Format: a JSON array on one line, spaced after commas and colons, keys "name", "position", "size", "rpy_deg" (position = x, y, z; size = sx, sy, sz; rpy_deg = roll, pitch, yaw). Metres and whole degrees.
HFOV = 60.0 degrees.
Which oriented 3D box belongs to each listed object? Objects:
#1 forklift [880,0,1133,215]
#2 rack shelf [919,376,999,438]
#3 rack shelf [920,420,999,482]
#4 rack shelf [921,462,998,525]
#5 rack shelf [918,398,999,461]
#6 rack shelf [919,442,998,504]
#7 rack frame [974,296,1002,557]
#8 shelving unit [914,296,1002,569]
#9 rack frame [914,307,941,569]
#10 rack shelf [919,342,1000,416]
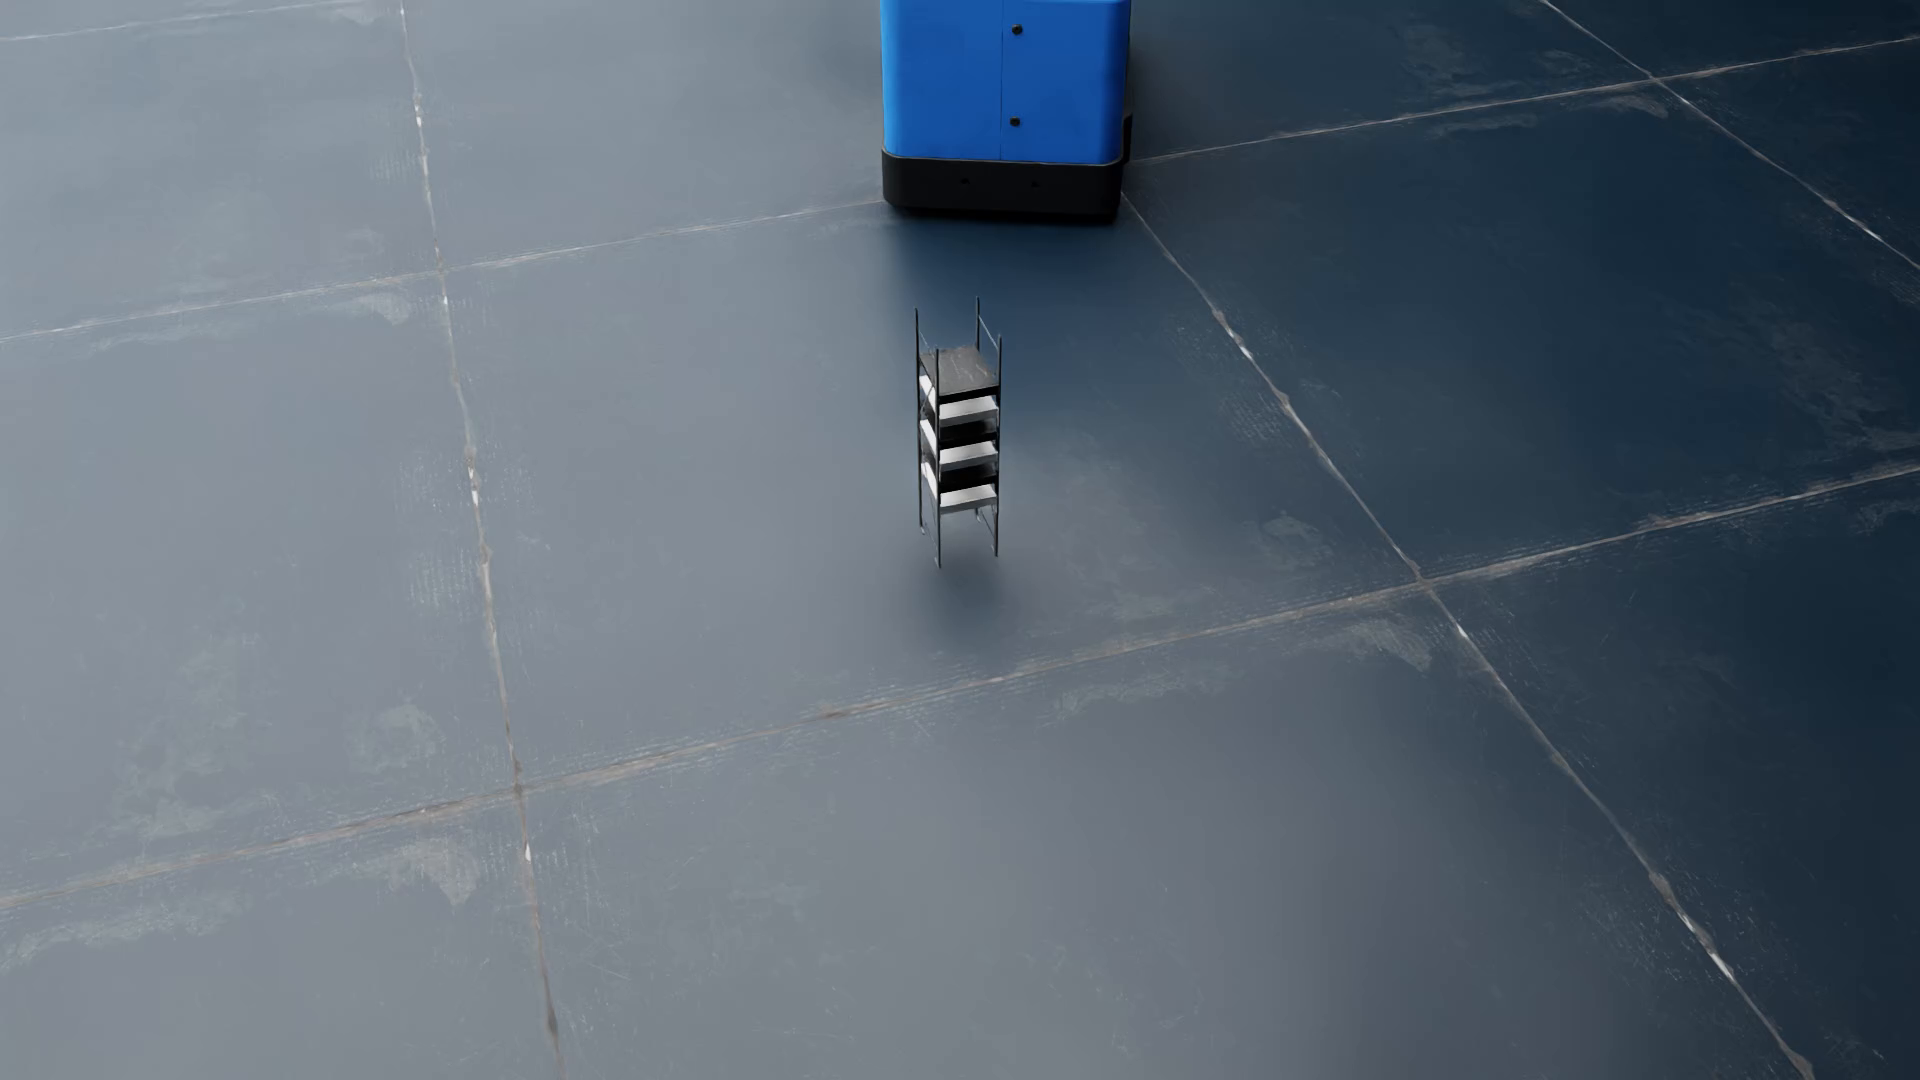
[{"name": "forklift", "position": [0.297, -3.484, 7.511], "size": [1.130, 2.935, 3.031], "rpy_deg": [3, 41, 4]}, {"name": "rack shelf", "position": [-0.008, -0.448, 5.356], "size": [0.200, 0.077, 0.258], "rpy_deg": [-12, 42, -13]}, {"name": "rack shelf", "position": [-0.008, -0.312, 5.474], "size": [0.200, 0.077, 0.258], "rpy_deg": [-12, 42, -13]}, {"name": "rack shelf", "position": [-0.008, -0.177, 5.592], "size": [0.200, 0.077, 0.258], "rpy_deg": [-12, 42, -13]}, {"name": "rack shelf", "position": [-0.008, -0.380, 5.415], "size": [0.200, 0.077, 0.258], "rpy_deg": [-12, 42, -13]}, {"name": "rack shelf", "position": [-0.008, -0.244, 5.533], "size": [0.200, 0.077, 0.258], "rpy_deg": [-12, 42, -13]}, {"name": "rack frame", "position": [0.089, -0.357, 5.475], "size": [0.006, 0.900, 0.240], "rpy_deg": [-12, 42, -13]}, {"name": "shelving unit", "position": [-0.008, -0.337, 5.452], "size": [0.210, 0.900, 0.258], "rpy_deg": [-12, 42, -13]}, {"name": "rack frame", "position": [-0.105, -0.317, 5.429], "size": [0.006, 0.900, 0.240], "rpy_deg": [-12, 42, -13]}, {"name": "rack shelf", "position": [-0.008, -0.516, 5.296], "size": [0.200, 0.077, 0.258], "rpy_deg": [-12, 42, -13]}]
